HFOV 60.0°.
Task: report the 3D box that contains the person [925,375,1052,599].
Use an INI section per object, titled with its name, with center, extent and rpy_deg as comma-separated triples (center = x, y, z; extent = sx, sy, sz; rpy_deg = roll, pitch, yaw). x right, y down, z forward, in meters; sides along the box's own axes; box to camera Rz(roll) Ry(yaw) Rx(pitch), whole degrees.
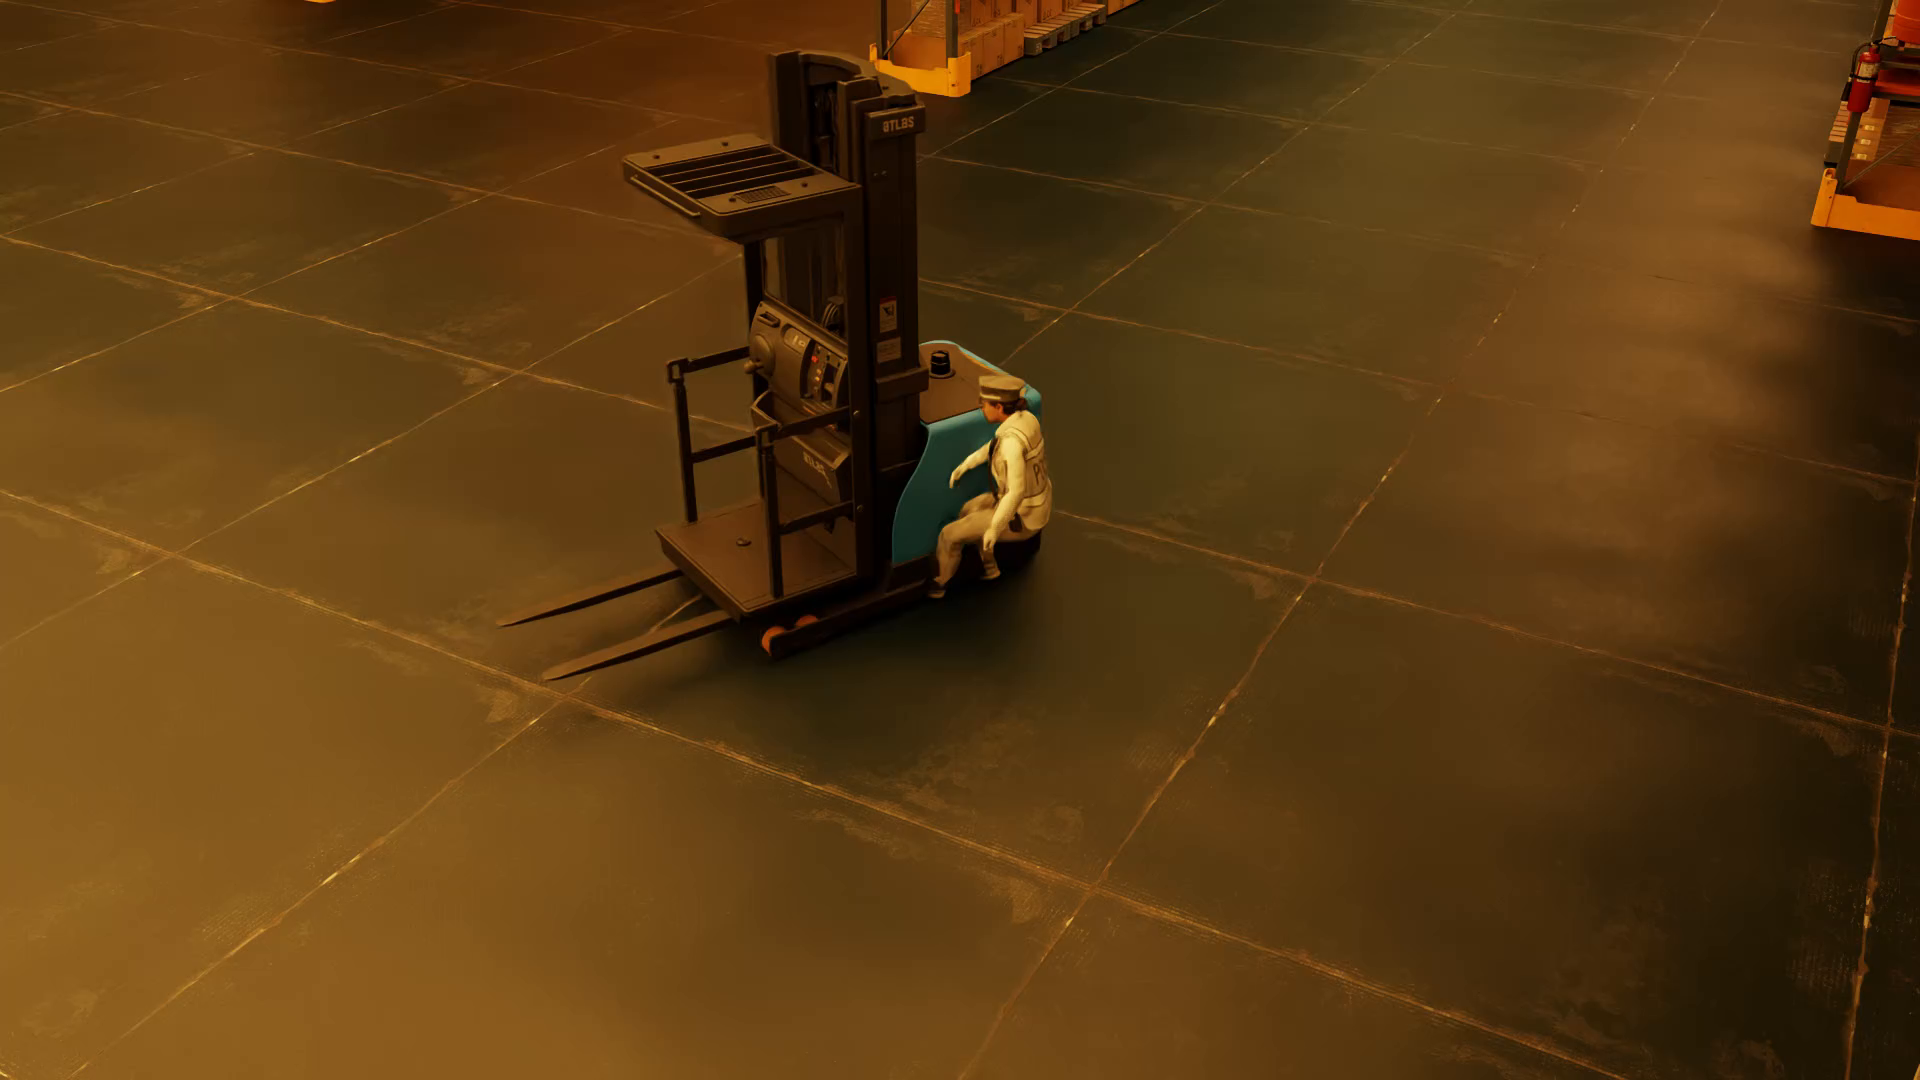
[person]
center = 0.072, -0.220, 9.062
extent = 0.857, 1.453, 0.738
rpy_deg = 6, 31, 10

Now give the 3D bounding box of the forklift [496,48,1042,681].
[forklift]
center = -1.028, -0.941, 8.700
extent = 3.031, 2.935, 1.130
rpy_deg = -19, 35, -30
